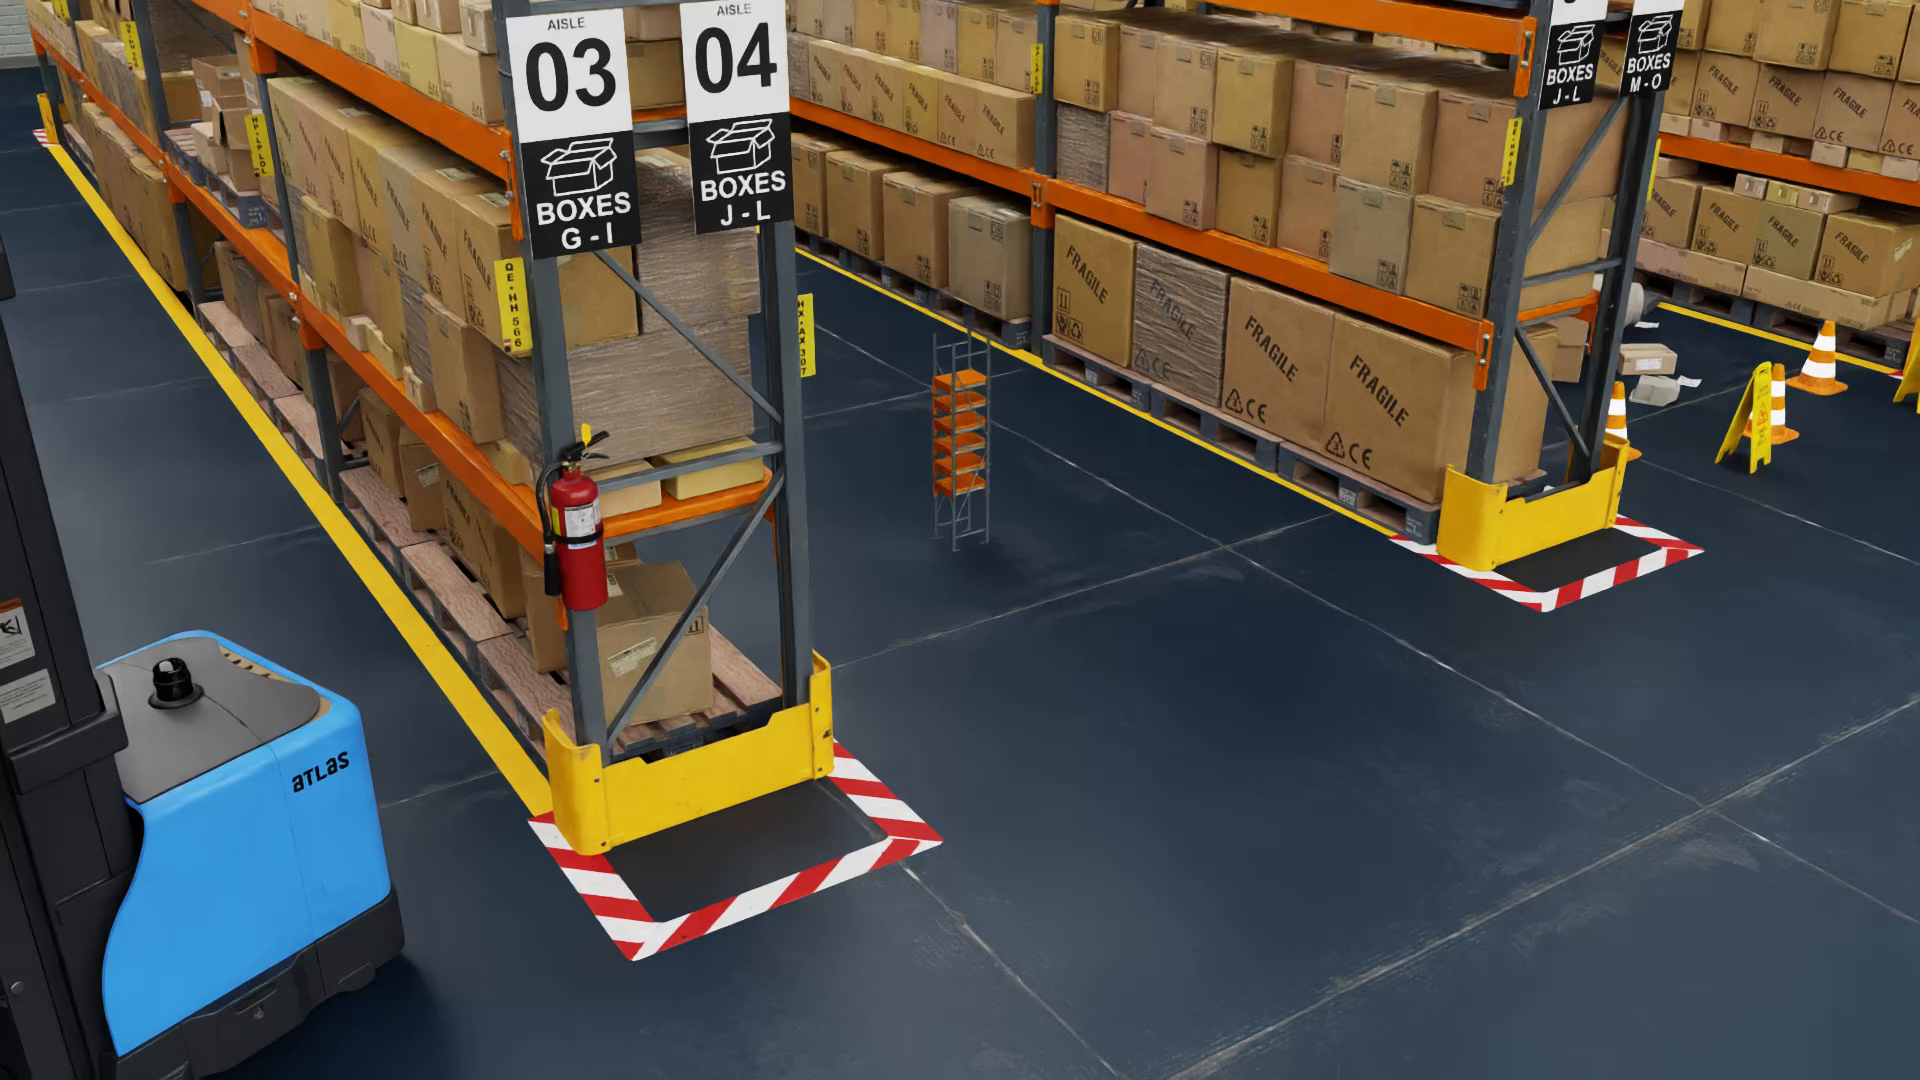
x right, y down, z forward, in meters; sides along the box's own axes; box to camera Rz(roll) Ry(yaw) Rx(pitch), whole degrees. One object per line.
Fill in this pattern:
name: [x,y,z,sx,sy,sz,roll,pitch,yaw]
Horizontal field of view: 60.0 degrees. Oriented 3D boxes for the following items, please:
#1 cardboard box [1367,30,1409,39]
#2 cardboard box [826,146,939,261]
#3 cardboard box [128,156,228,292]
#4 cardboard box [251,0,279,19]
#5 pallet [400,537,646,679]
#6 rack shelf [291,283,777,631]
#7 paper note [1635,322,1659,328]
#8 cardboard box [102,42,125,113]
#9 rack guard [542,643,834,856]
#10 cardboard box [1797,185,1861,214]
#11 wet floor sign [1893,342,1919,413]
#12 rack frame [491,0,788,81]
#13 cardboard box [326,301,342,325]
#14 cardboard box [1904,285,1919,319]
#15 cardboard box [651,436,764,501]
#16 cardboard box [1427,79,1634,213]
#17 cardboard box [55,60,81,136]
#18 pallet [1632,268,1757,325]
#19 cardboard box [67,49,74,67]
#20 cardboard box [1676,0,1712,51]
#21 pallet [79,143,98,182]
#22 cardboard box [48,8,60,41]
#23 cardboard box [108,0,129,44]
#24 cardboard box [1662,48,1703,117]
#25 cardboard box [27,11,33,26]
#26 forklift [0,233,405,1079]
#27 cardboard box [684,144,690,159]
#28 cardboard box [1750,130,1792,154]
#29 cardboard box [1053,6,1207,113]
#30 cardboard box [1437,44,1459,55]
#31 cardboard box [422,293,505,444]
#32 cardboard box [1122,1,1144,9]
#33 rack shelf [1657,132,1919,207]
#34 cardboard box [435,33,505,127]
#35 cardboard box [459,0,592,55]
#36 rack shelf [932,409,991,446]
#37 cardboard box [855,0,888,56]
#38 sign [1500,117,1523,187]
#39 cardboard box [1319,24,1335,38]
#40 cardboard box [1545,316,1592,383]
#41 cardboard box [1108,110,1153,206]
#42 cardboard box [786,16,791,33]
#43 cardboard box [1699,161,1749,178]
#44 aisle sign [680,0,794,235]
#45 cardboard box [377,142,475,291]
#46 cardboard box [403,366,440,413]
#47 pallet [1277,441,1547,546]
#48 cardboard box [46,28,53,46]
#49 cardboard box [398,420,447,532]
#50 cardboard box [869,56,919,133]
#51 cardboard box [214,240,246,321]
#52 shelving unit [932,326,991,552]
cardboard box: [4.068,-4.847,15.047,0.500,0.500,0.500,-14,29,-28]
cardboard box: [-0.478,-2.866,13.950,1.050,0.750,0.750,-15,29,-29]
cardboard box: [-5.785,-2.605,13.251,1.225,0.875,0.875,-17,30,-32]
cardboard box: [-3.211,-2.761,8.248,0.500,0.250,0.500,-17,30,-32]
pallet: [-2.176,0.236,8.502,1.003,0.211,1.213,-16,29,-30]
rack shelf: [-2.151,-0.653,7.962,1.077,0.370,4.000,-16,29,-30]
paper note: [5.250,-1.648,12.706,0.148,0.019,0.142,18,31,33]
cardboard box: [-6.734,-3.835,13.743,0.500,0.500,0.500,-15,29,-29]
rack guard: [-1.100,0.841,6.884,1.175,0.500,0.348,-16,29,-30]
cardboard box: [6.332,-2.492,12.107,0.380,0.149,0.250,-15,29,-28]
wet floor sign: [6.451,-1.190,11.015,0.267,0.644,0.232,-6,26,-12]
rack frame: [-1.059,-2.976,5.012,1.000,3.000,0.127,-16,29,-30]
cardboard box: [-3.092,-1.257,8.694,0.380,0.149,0.250,-16,29,-30]
cardboard box: [7.036,-1.872,12.430,0.500,0.250,0.500,-16,30,-30]
cardboard box: [-1.015,-0.307,6.680,0.380,0.149,0.250,-16,29,-30]
cardboard box: [2.982,-2.080,8.702,0.875,0.550,0.550,-16,29,-30]
cardboard box: [-9.377,-5.004,18.334,0.875,0.875,0.875,-16,29,-30]
pallet: [6.127,-2.073,13.394,1.003,0.211,1.213,-16,29,-30]
cardboard box: [-8.192,-4.566,15.703,0.380,0.149,0.250,-15,29,-29]
cardboard box: [5.631,-4.053,12.685,0.700,0.500,0.500,-16,30,-31]
pallet: [-8.629,-4.021,17.520,1.003,0.211,1.213,-16,29,-30]
cardboard box: [-8.634,-5.085,16.336,0.500,0.250,0.500,-15,29,-29]
cardboard box: [-6.537,-4.360,13.680,0.797,0.503,0.637,-14,29,-28]
cardboard box: [5.624,-3.603,12.904,0.500,0.500,0.500,-16,30,-30]
cardboard box: [-9.876,-5.668,18.037,0.380,0.149,0.250,-15,29,-29]
forklift: [-3.277,0.582,4.585,1.130,2.935,3.031,17,30,32]
cardboard box: [-2.376,-3.850,16.327,0.500,0.500,0.500,-17,30,-32]
cardboard box: [6.104,-2.984,12.351,0.380,0.149,0.250,-16,30,-30]
cardboard box: [1.141,-3.229,11.136,0.875,0.550,0.550,-16,29,-30]
cardboard box: [4.419,-4.297,14.642,0.380,0.149,0.250,-17,30,-31]
cardboard box: [-1.710,-0.796,6.958,0.875,0.500,0.500,-16,29,-30]
cardboard box: [2.091,-5.665,17.912,0.500,0.250,0.500,-15,29,-29]
rack shelf: [6.152,-2.962,12.854,1.077,0.370,4.000,-16,29,-30]
cardboard box: [-1.535,-1.665,5.924,0.500,0.250,0.500,-15,29,-28]
cardboard box: [-1.472,-1.758,5.655,0.380,0.149,0.250,-16,29,-30]
rack shelf: [0.008,-0.606,8.951,0.258,0.103,0.180,-16,29,-30]
cardboard box: [-0.419,-4.215,13.376,0.700,0.500,0.500,-16,30,-30]
sign: [2.690,-1.892,8.109,0.100,0.325,0.005,-16,29,-30]
cardboard box: [3.652,-4.870,15.854,0.380,0.149,0.250,-14,29,-28]
cardboard box: [4.164,-1.481,11.799,0.637,0.503,0.797,7,26,15]
cardboard box: [1.499,-2.560,10.984,0.875,0.550,0.550,-16,29,-30]
cardboard box: [-1.461,-4.771,15.296,0.380,0.149,0.250,-14,29,-27]
cardboard box: [6.167,-2.776,13.466,0.500,0.500,0.500,-14,29,-27]
aisle sign: [-0.774,-1.486,5.839,0.394,0.787,0.004,-16,29,-30]
cardboard box: [-2.115,-1.391,7.045,0.500,0.500,0.500,-16,29,-30]
cardboard box: [-2.294,-0.715,7.545,0.380,0.149,0.250,-16,29,-30]
pallet: [2.650,-0.389,9.827,1.003,0.211,1.213,-16,29,-30]
cardboard box: [-9.035,-5.118,16.872,0.380,0.149,0.250,-16,30,-31]
cardboard box: [-2.739,-0.397,9.014,0.500,0.500,0.500,-6,26,-13]
cardboard box: [-0.371,-3.525,13.086,0.500,0.500,0.500,-16,30,-30]
cardboard box: [-5.044,-1.958,12.296,0.700,0.500,0.500,-17,30,-32]
shelving unit: [0.008,-0.537,8.983,0.258,1.200,0.189,-16,29,-30]
